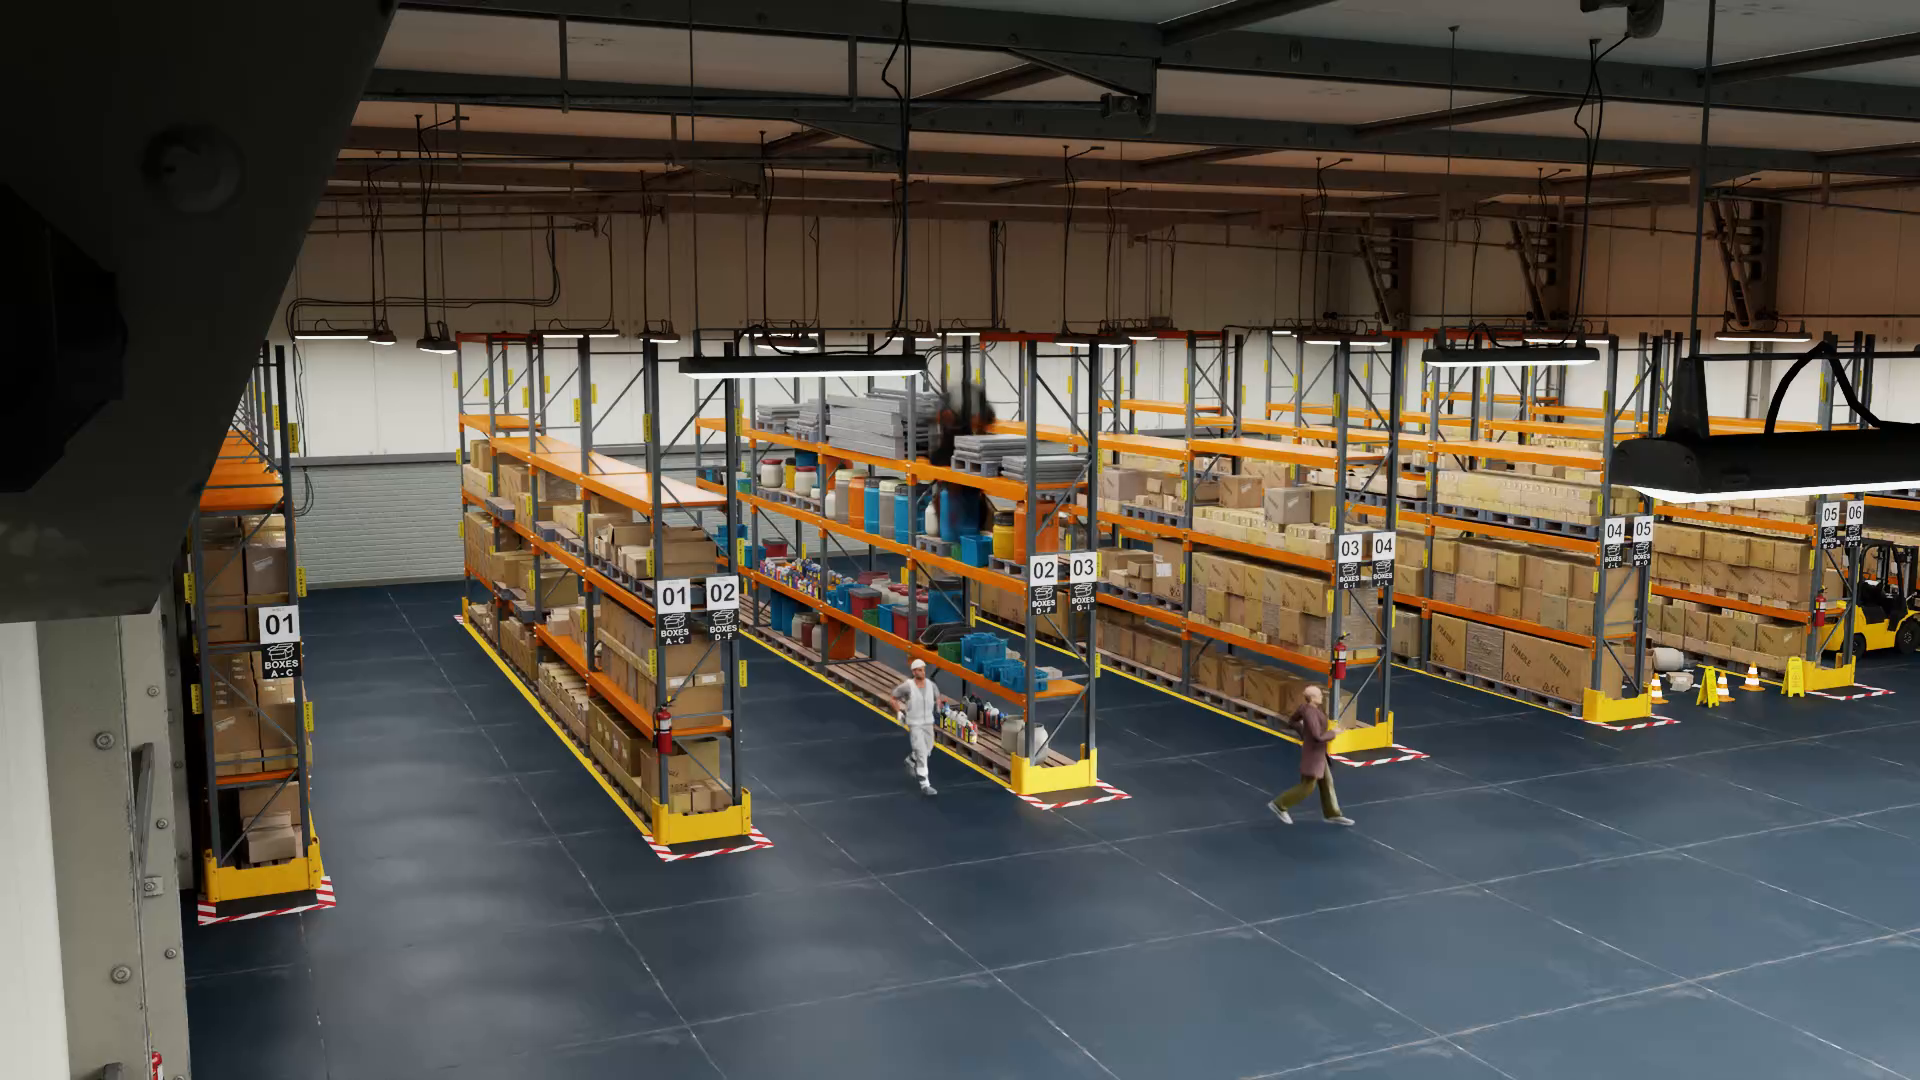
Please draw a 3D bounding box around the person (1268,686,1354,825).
[{"bbox_3d":[4.357,2.708,20.545,1.066,1.672,0.705,1,8,8],"label":"person"}]

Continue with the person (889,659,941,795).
[{"bbox_3d":[-0.553,2.459,22.177,0.675,1.774,0.963,-5,9,-32],"label":"person"}]

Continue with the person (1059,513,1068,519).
[{"bbox_3d":[2.300,0.179,39.545,0.776,1.659,0.580,-3,8,-18],"label":"person"}]
